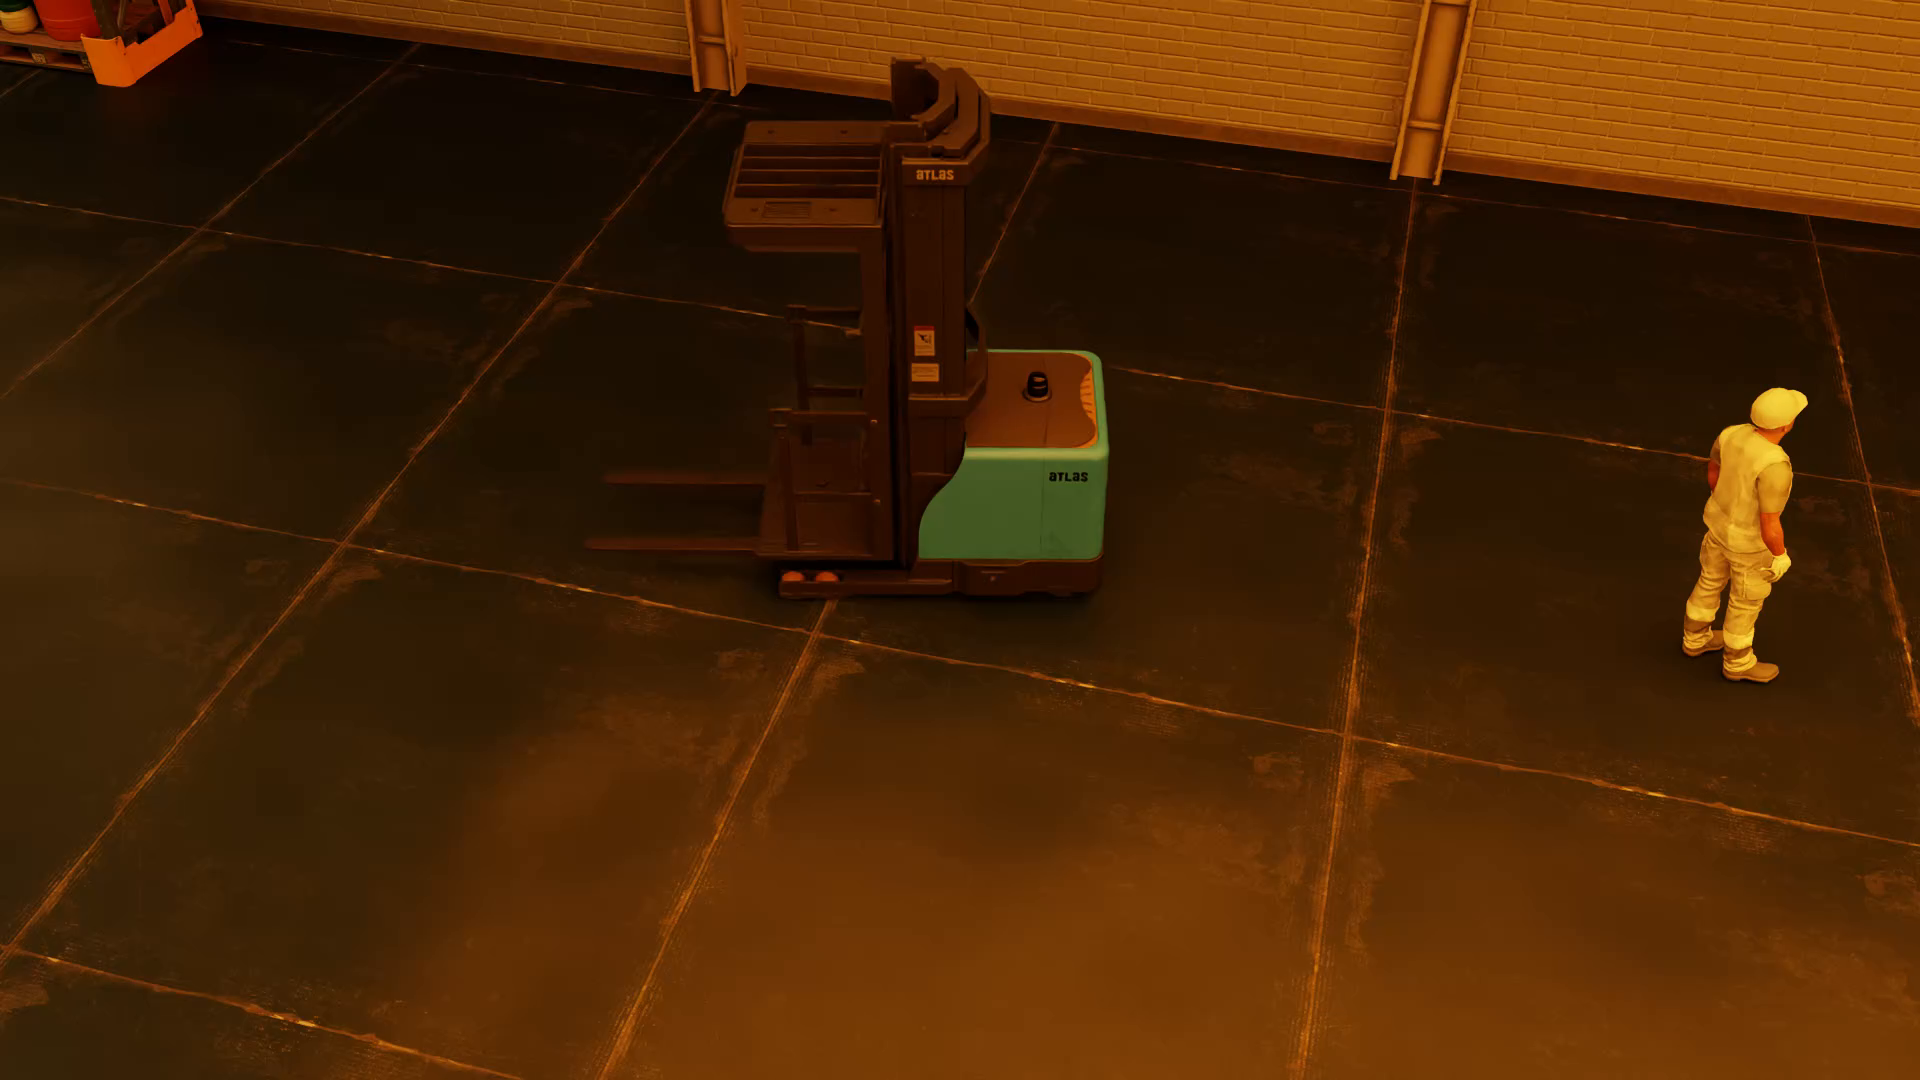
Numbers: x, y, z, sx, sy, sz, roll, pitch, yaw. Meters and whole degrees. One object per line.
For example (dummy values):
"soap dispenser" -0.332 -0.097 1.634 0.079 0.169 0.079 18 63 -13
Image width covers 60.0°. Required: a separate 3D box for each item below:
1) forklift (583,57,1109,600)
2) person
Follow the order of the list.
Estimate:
"forklift" -0.683 -1.103 9.120 3.031 2.935 1.130 0 41 0
"person" 4.197 -0.052 8.776 0.561 1.790 0.637 -8 42 -9
